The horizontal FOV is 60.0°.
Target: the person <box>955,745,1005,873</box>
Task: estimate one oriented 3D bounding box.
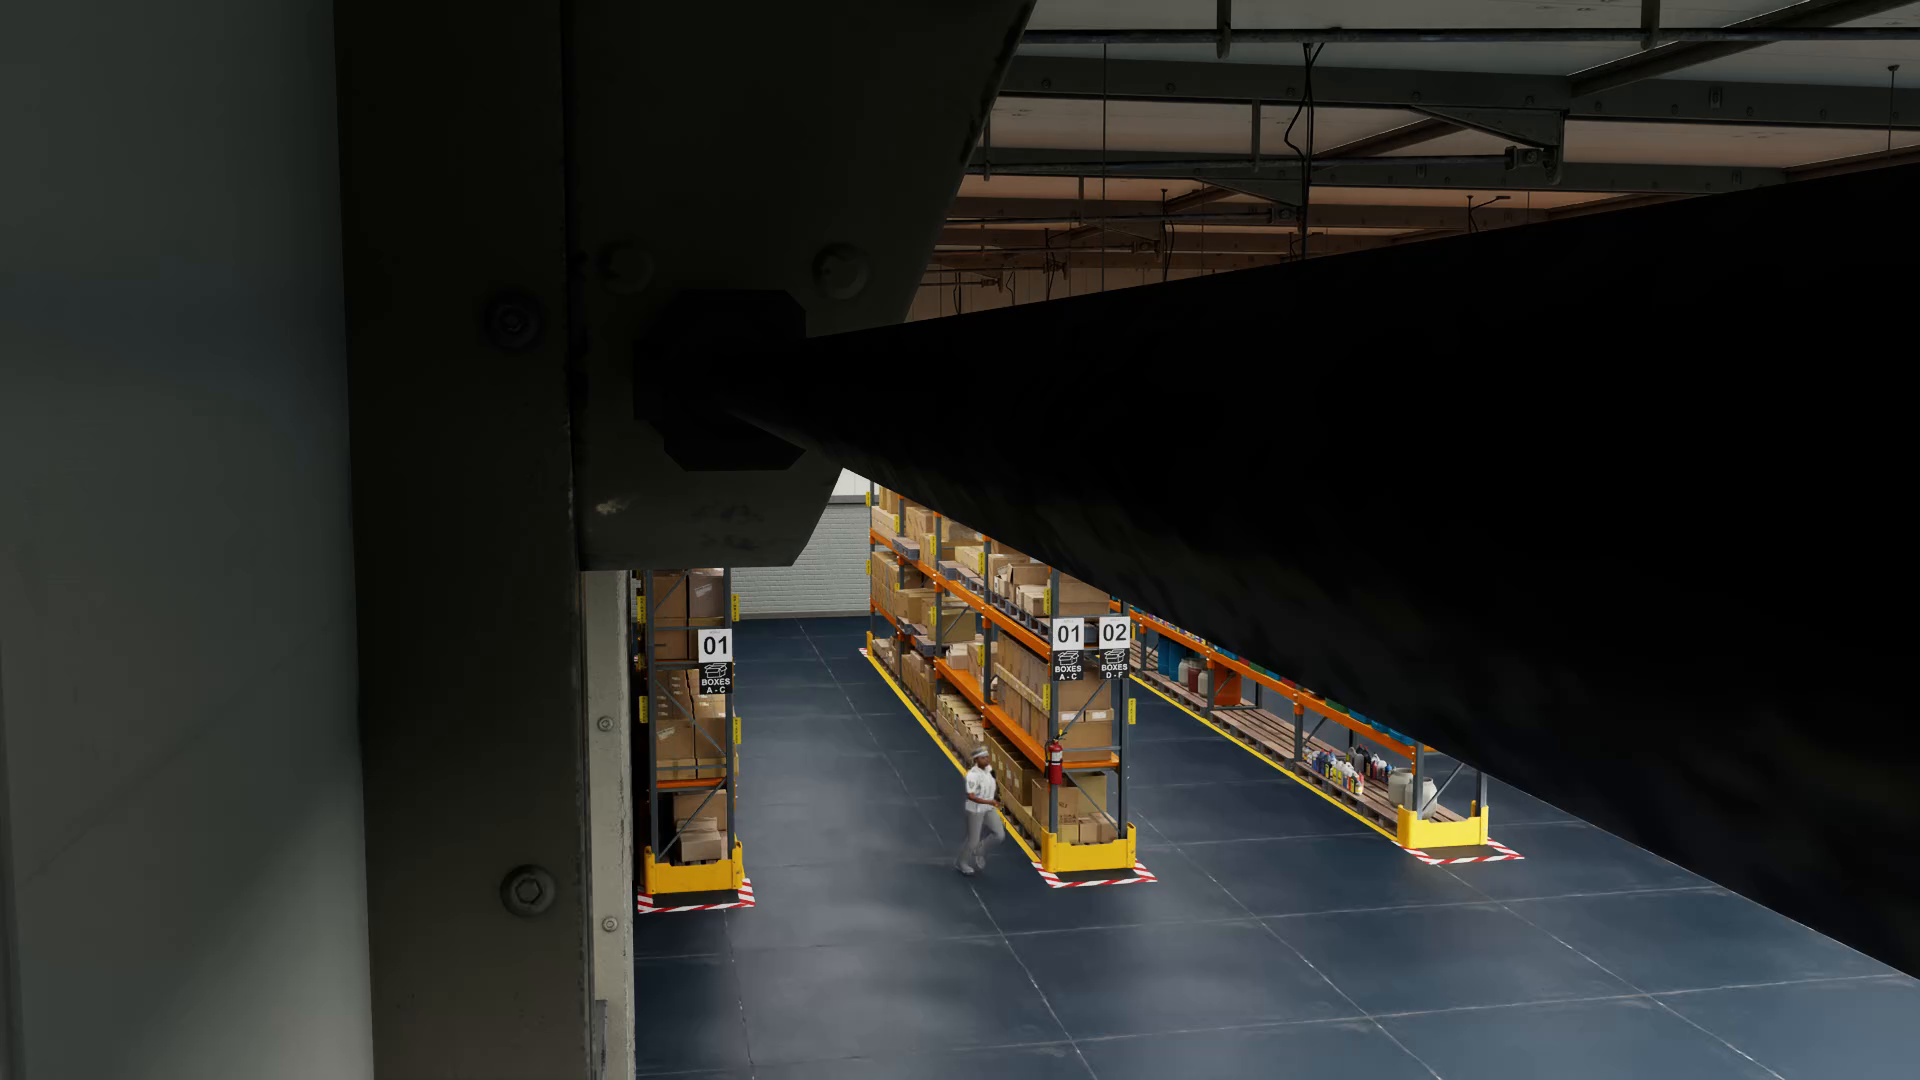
[{"bbox_3d":[0.288,3.349,20.657,0.592,1.644,0.763,-6,8,-44],"label":"person"}]
